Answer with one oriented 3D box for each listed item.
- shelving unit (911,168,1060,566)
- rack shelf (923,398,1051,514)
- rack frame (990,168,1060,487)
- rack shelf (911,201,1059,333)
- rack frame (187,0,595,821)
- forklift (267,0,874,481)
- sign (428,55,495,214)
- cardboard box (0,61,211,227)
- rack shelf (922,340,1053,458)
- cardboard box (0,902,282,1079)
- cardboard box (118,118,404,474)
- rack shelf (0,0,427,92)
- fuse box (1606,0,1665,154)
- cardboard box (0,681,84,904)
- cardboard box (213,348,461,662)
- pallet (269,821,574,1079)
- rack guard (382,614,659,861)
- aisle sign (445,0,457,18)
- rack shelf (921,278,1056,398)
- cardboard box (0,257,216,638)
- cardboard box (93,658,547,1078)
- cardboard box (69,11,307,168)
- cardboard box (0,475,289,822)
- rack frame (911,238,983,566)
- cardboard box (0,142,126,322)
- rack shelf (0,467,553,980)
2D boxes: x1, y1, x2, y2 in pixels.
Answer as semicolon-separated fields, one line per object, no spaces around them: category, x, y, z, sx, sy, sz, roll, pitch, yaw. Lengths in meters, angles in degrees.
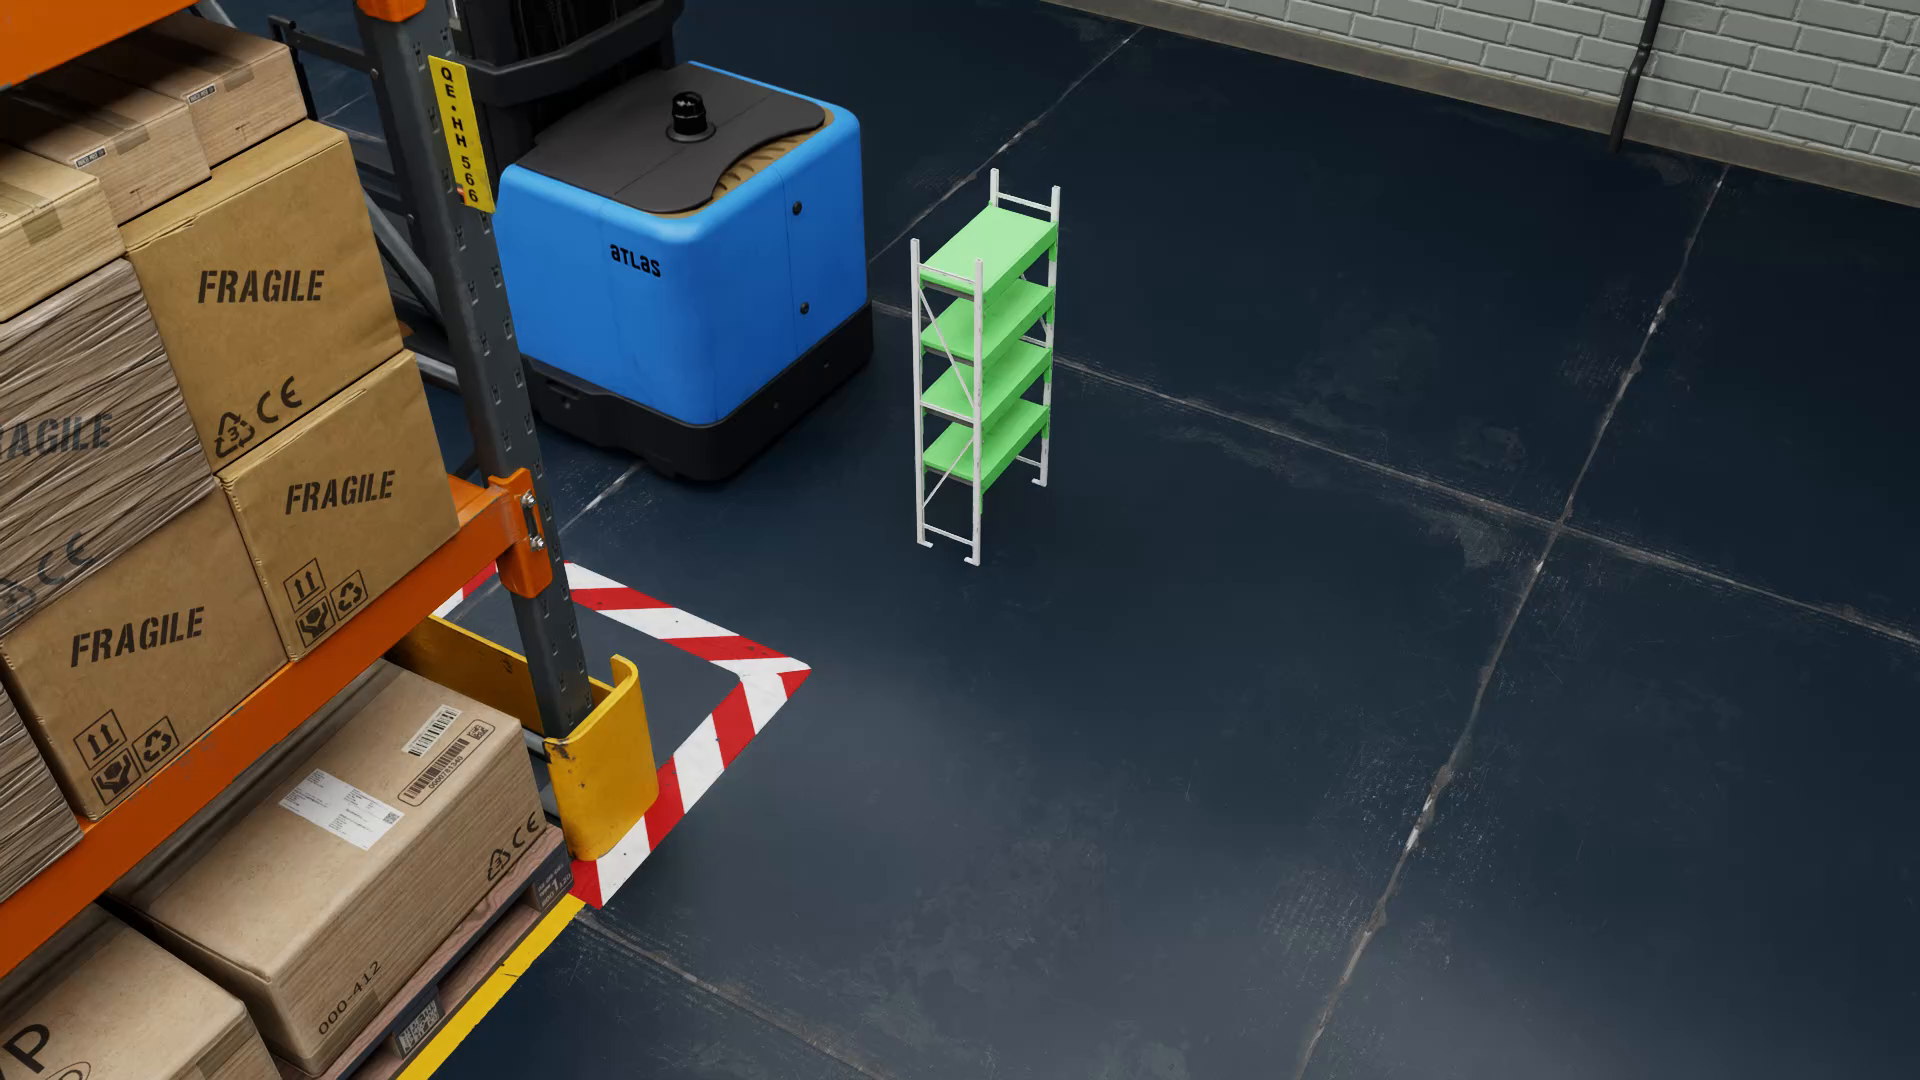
shelving unit;0.083;-0.545;5.461;0.258;1.200;0.503;21;45;22
rack shelf;0.083;-0.317;5.662;0.258;0.148;0.480;21;45;22
rack frame;0.205;-0.685;5.620;0.240;1.200;0.015;21;45;22
rack shelf;0.083;-0.857;5.186;0.258;0.148;0.480;21;45;22
rack frame;-1.467;-0.476;4.021;1.000;3.000;0.127;21;45;22
forklift;-1.853;-2.060;5.871;3.031;2.935;1.130;23;46;24
sign;-1.004;-0.812;3.347;0.100;0.325;0.005;21;45;22
cardboard box;-1.579;-0.708;2.961;0.380;0.149;0.250;22;46;23
rack shelf;0.083;-0.497;5.503;0.258;0.148;0.480;21;45;22
cardboard box;-2.161;1.265;3.665;0.875;0.438;0.875;22;46;23
cardboard box;-1.502;-0.534;3.255;0.500;0.500;0.500;22;46;23
rack shelf;-2.468;-0.187;1.968;1.077;0.370;4.000;21;45;22
fuse box;3.080;-2.449;7.236;0.539;1.711;0.414;21;45;22
cardboard box;-1.992;0.430;2.917;0.500;0.500;0.500;22;46;23
cardboard box;-1.479;-0.150;3.575;0.500;0.500;0.500;21;46;22
pallet;-1.799;1.054;4.394;1.003;0.211;1.213;21;45;22
rack guard;-1.455;0.448;4.863;1.175;0.500;0.348;21;45;22
aisle sign;-1.162;-1.390;3.092;0.394;0.787;0.004;21;45;22
rack shelf;0.083;-0.677;5.345;0.258;0.148;0.480;21;45;22
cardboard box;-1.738;-0.226;2.904;0.500;0.500;0.500;21;46;22
cardboard box;-1.710;0.739;4.263;0.875;0.438;0.875;19;45;21
cardboard box;-1.473;-0.861;3.135;0.380;0.149;0.250;22;46;23
cardboard box;-1.743;0.132;3.255;0.500;0.500;0.500;20;45;21
rack frame;-0.039;-0.405;5.302;0.240;1.200;0.015;21;45;22
cardboard box;-1.635;-0.532;2.761;0.380;0.149;0.250;20;45;22
rack shelf;-2.468;0.938;2.959;1.077;0.370;4.000;21;45;22
